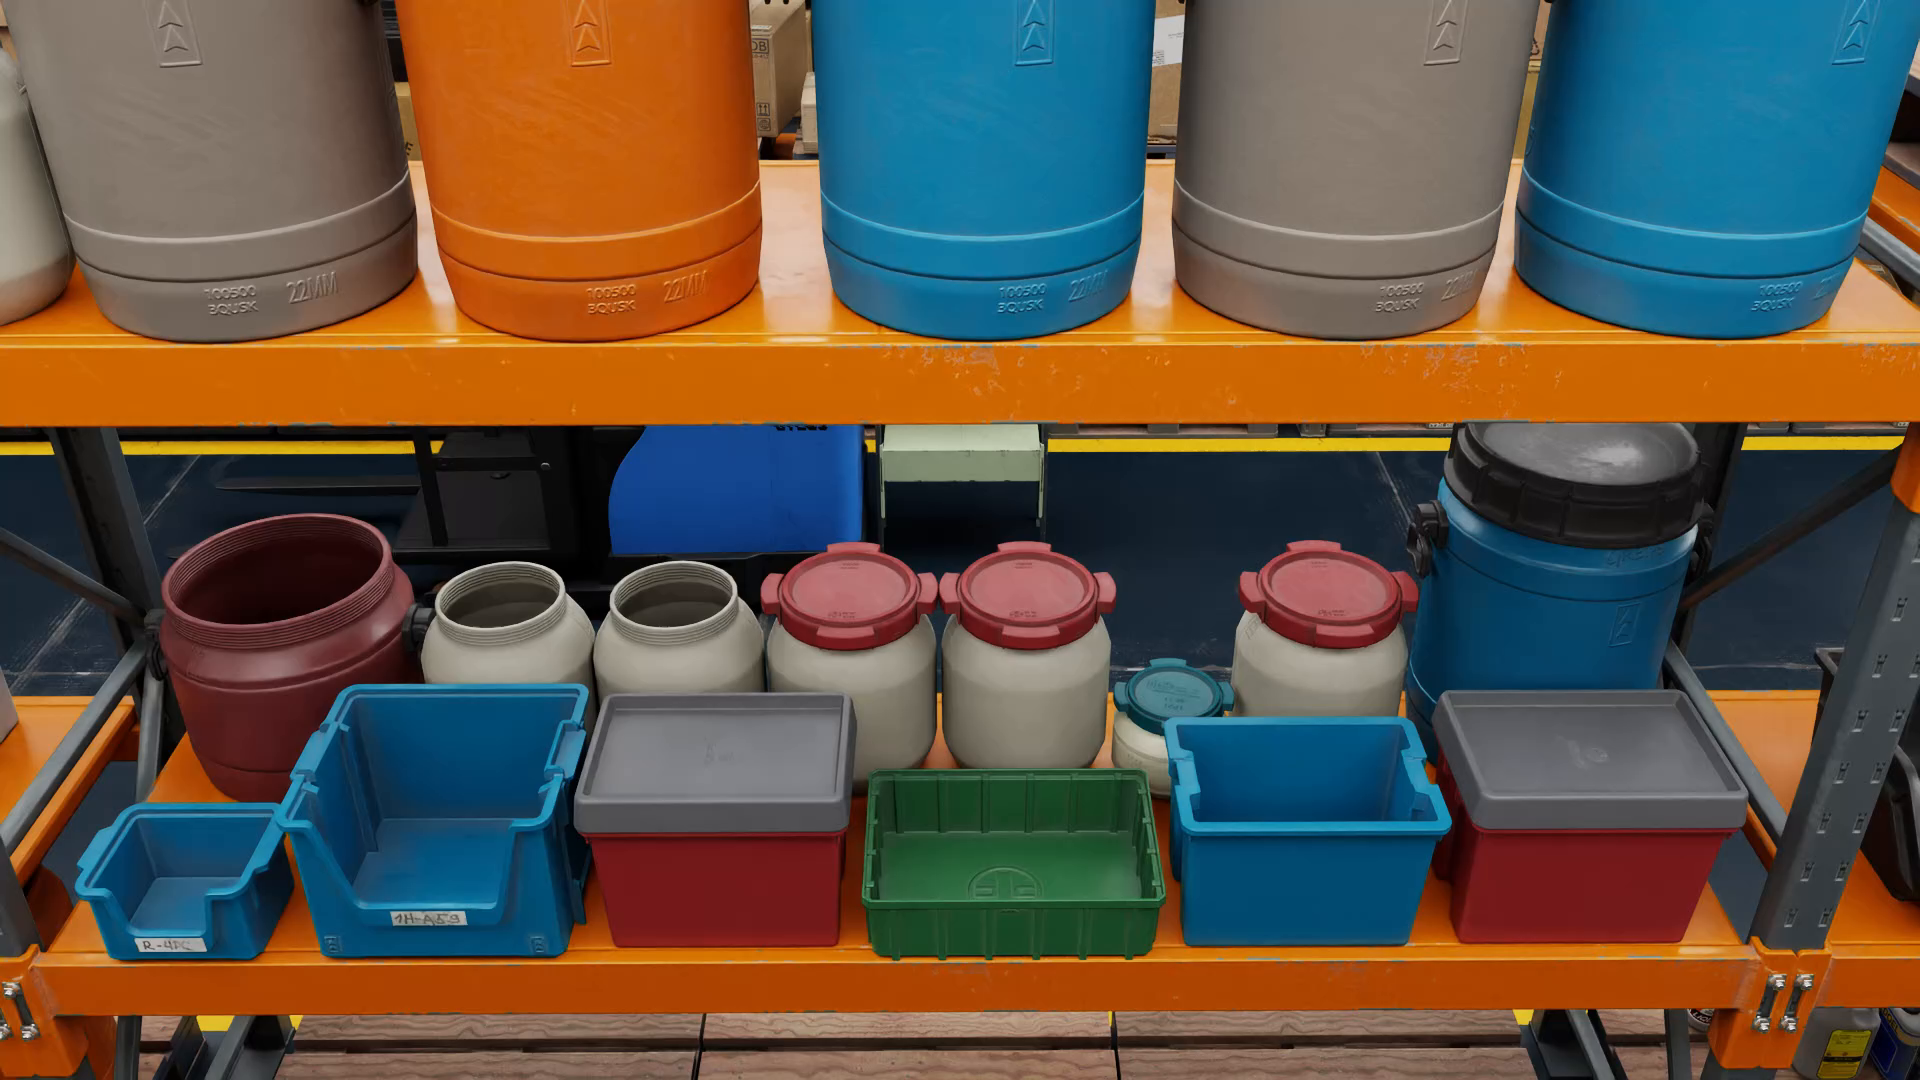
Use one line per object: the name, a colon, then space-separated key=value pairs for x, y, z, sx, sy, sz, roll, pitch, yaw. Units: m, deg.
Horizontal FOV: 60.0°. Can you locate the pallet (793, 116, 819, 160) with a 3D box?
pallet: x=-0.195 y=-2.001 z=8.341 sx=1.213 sy=0.211 sz=1.003 roll=0 pitch=31 yaw=0

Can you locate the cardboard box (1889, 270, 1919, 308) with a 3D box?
cardboard box: x=5.201 y=-1.198 z=8.837 sx=0.500 sy=0.500 sz=0.500 roll=5 pitch=32 yaw=9

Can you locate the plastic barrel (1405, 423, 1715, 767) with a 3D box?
plastic barrel: x=1.468 y=0.131 z=4.159 sx=0.708 sy=0.901 sz=0.600 roll=0 pitch=31 yaw=0

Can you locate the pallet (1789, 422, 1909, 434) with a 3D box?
pallet: x=4.937 y=-0.904 z=9.036 sx=1.213 sy=0.211 sz=1.003 roll=0 pitch=31 yaw=0

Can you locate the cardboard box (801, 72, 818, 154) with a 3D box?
cardboard box: x=-0.497 y=-2.057 z=7.988 sx=0.500 sy=0.250 sz=0.500 roll=-1 pitch=31 yaw=-2

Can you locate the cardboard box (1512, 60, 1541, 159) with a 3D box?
cardboard box: x=2.777 y=-2.190 z=8.085 sx=0.500 sy=0.500 sz=0.875 roll=0 pitch=31 yaw=0

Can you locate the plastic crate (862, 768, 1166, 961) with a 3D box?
plastic crate: x=0.116 y=0.744 z=3.837 sx=0.662 sy=0.188 sz=0.450 roll=0 pitch=31 yaw=0

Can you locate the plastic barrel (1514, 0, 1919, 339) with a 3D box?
plastic barrel: x=1.349 y=-0.881 z=2.936 sx=0.708 sy=0.901 sz=0.600 roll=0 pitch=31 yaw=0

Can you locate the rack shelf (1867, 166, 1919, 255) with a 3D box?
rack shelf: x=3.856 y=-0.480 z=3.451 sx=4.000 sy=0.370 sz=1.077 roll=0 pitch=31 yaw=0

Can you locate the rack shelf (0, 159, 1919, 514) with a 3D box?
rack shelf: x=-0.144 y=-0.467 z=3.430 sx=4.000 sy=0.370 sz=1.077 roll=0 pitch=31 yaw=0

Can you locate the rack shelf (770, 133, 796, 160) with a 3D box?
rack shelf: x=-0.174 y=-1.754 z=8.443 sx=4.000 sy=0.370 sz=1.077 roll=0 pitch=31 yaw=0

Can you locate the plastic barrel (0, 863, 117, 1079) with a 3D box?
plastic barrel: x=-2.633 y=1.273 z=4.448 sx=0.708 sy=0.830 sz=0.600 roll=0 pitch=31 yaw=0

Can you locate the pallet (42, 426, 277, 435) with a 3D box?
pallet: x=-4.180 y=-0.897 z=9.026 sx=1.213 sy=0.211 sz=1.003 roll=0 pitch=31 yaw=0

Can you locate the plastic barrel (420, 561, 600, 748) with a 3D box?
plastic barrel: x=-1.117 y=0.352 z=4.170 sx=0.421 sy=0.512 sz=0.421 roll=0 pitch=31 yaw=0

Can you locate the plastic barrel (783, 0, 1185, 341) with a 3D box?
plastic barrel: x=0.041 y=-0.877 z=2.929 sx=0.708 sy=0.901 sz=0.600 roll=0 pitch=31 yaw=0

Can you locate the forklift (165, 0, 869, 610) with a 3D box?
forklift: x=-1.940 y=-1.186 z=6.879 sx=3.031 sy=2.935 sz=1.130 roll=-1 pitch=31 yaw=-1

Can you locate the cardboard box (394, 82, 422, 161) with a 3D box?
cardboard box: x=-2.666 y=-1.968 z=8.005 sx=0.500 sy=0.500 sz=0.500 roll=1 pitch=31 yaw=1

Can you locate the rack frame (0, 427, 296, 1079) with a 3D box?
rack frame: x=-2.144 y=0.514 z=4.011 sx=0.127 sy=3.000 sz=1.000 roll=0 pitch=31 yaw=0

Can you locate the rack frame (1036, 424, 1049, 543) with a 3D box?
rack frame: x=0.373 y=-0.642 z=7.363 sx=0.023 sy=1.500 sz=0.400 roll=0 pitch=31 yaw=0

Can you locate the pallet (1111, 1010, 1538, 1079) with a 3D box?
pallet: x=1.071 y=1.716 z=4.718 sx=1.213 sy=0.211 sz=1.003 roll=0 pitch=31 yaw=0

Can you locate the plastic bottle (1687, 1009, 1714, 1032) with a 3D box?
plastic bottle: x=2.217 y=1.347 z=4.912 sx=0.097 sy=0.201 sz=0.097 roll=0 pitch=31 yaw=0

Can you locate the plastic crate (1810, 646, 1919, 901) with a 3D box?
plastic crate: x=2.380 y=0.592 z=3.942 sx=0.504 sy=0.338 sz=0.767 roll=0 pitch=31 yaw=0

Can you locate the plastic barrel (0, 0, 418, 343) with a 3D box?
plastic barrel: x=-1.322 y=-0.873 z=2.922 sx=0.600 sy=0.901 sz=0.600 roll=0 pitch=31 yaw=0

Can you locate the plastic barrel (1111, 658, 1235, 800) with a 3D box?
plastic barrel: x=0.531 y=0.485 z=4.192 sx=0.301 sy=0.262 sz=0.301 roll=0 pitch=31 yaw=0

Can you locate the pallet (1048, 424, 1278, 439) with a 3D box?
pallet: x=1.047 y=-0.872 z=8.984 sx=1.213 sy=0.211 sz=1.003 roll=0 pitch=31 yaw=0

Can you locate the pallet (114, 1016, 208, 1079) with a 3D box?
pallet: x=-2.932 y=1.730 z=4.695 sx=1.213 sy=0.211 sz=1.003 roll=0 pitch=31 yaw=0

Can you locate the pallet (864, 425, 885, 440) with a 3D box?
pallet: x=-0.176 y=-0.867 z=8.976 sx=1.213 sy=0.211 sz=1.003 roll=0 pitch=31 yaw=0

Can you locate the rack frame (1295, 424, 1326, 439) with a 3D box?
rack frame: x=1.826 y=-2.068 z=8.266 sx=0.127 sy=3.000 sz=1.000 roll=0 pitch=31 yaw=0

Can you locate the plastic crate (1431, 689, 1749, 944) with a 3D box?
plastic crate: x=1.373 y=0.634 z=3.751 sx=0.583 sy=0.464 sz=0.402 roll=0 pitch=31 yaw=0

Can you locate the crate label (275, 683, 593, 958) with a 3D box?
crate label: x=-1.149 y=0.636 z=3.776 sx=0.616 sy=0.435 sz=0.502 roll=0 pitch=31 yaw=0

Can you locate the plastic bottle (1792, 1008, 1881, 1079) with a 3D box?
plastic bottle: x=2.499 y=1.369 z=4.731 sx=0.185 sy=0.351 sz=0.144 roll=0 pitch=31 yaw=0

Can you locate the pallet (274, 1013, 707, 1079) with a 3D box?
pallet: x=-1.369 y=1.724 z=4.705 sx=1.213 sy=0.211 sz=1.003 roll=0 pitch=31 yaw=0

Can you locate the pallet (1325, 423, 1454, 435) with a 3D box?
pallet: x=2.497 y=-0.896 z=9.023 sx=1.213 sy=0.211 sz=1.003 roll=0 pitch=31 yaw=0

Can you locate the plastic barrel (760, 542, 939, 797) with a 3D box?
plastic barrel: x=-0.269 y=0.336 z=4.173 sx=0.433 sy=0.535 sz=0.433 roll=0 pitch=31 yaw=0

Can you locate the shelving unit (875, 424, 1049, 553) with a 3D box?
shelving unit: x=0.007 y=-0.641 z=7.361 sx=0.755 sy=1.500 sz=0.431 roll=0 pitch=31 yaw=0
